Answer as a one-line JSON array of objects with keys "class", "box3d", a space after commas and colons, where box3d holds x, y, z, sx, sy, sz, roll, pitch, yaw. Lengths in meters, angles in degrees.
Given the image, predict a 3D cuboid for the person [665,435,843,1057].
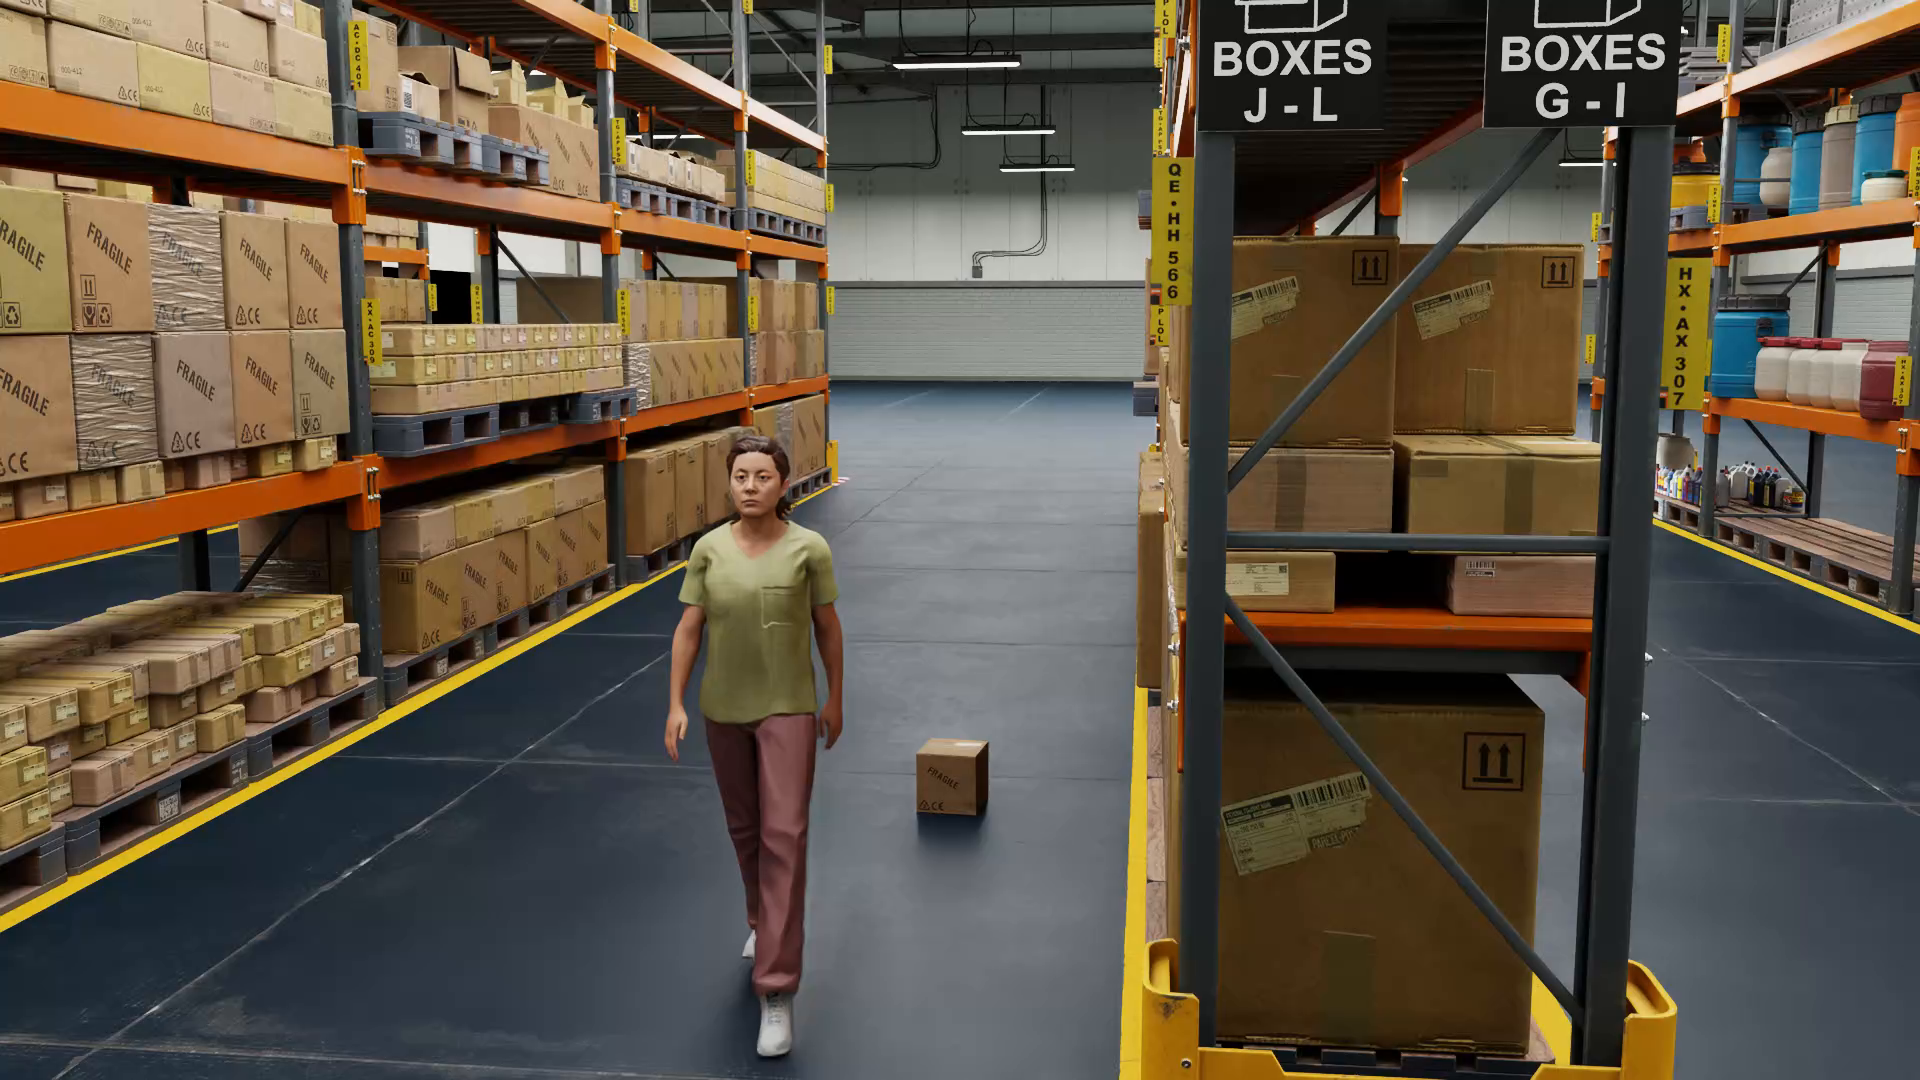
[{"class": "person", "box3d": [-0.612, 0.531, 4.850, 0.469, 1.665, 0.855, 1, 8, 9]}]
